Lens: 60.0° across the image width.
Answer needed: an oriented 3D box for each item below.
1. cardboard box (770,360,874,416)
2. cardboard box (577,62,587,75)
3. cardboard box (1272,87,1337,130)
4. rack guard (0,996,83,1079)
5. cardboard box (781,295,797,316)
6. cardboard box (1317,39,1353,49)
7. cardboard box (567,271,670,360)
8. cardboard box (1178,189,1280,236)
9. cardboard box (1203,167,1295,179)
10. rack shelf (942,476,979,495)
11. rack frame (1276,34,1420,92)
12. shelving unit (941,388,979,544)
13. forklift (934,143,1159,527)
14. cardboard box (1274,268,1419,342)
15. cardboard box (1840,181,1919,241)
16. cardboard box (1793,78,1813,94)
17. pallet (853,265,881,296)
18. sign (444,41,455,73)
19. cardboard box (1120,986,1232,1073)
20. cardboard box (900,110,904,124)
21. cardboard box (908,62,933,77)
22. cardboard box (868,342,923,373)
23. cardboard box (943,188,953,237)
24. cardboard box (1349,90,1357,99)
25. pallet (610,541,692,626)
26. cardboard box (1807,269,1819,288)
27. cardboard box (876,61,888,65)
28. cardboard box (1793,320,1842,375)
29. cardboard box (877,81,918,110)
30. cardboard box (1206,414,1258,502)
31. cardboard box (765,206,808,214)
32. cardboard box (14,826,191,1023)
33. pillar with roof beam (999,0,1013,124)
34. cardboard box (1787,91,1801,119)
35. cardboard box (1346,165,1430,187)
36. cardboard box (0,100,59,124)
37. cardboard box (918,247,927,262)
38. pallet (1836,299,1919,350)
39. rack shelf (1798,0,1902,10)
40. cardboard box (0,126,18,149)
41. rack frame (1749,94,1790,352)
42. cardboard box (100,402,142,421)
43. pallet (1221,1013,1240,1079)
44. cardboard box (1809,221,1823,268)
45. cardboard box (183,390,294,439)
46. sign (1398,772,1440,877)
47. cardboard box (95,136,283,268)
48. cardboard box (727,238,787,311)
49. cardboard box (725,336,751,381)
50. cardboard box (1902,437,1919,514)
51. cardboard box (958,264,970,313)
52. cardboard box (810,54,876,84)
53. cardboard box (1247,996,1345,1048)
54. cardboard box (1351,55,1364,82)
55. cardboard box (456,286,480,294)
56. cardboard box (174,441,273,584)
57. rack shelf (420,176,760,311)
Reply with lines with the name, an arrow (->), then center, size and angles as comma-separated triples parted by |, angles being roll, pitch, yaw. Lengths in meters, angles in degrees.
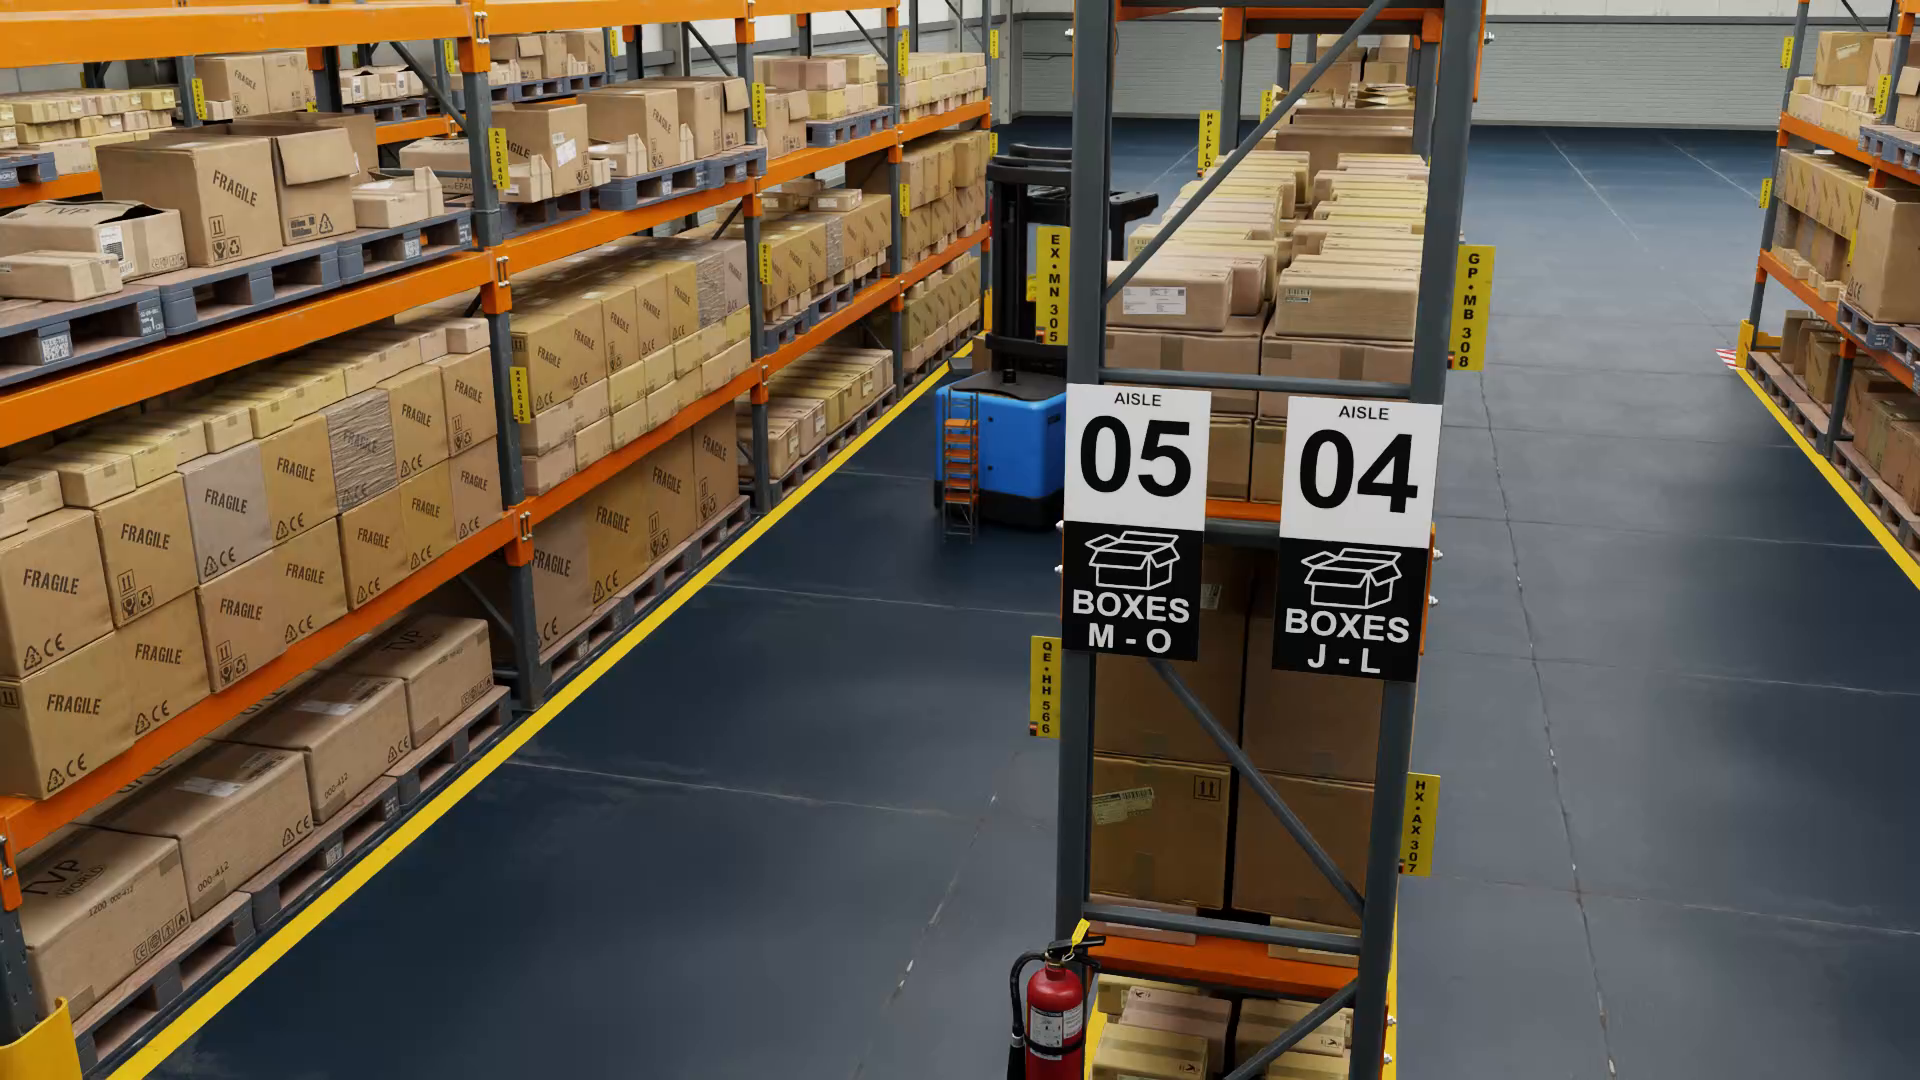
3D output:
cardboard box -> -1.398, -1.496, 16.342 | 0.950, 0.372, 0.625 | 6, 20, 17
cardboard box -> -4.844, -5.838, 20.583 | 0.380, 0.149, 0.250 | 4, 19, 12
cardboard box -> 2.232, -2.797, 10.756 | 0.396, 0.266, 0.258 | 5, 19, 13
rack guard -> -4.037, 2.021, 6.498 | 1.175, 0.500, 0.348 | 5, 19, 13
cardboard box -> -1.604, -2.012, 14.177 | 0.380, 0.149, 0.250 | 3, 19, 10
cardboard box -> 3.815, -5.031, 16.986 | 0.380, 0.149, 0.250 | 4, 19, 13
cardboard box -> -2.325, -1.540, 11.354 | 0.500, 0.500, 0.500 | 4, 19, 12
cardboard box -> 1.046, -1.275, 6.479 | 0.380, 0.149, 0.250 | 4, 19, 12
cardboard box -> 1.252, -1.522, 7.204 | 0.380, 0.149, 0.250 | 4, 19, 12
rack shelf -> 0.004, -0.417, 13.060 | 0.258, 0.103, 0.180 | 5, 19, 13
rack frame -> 2.748, -4.157, 11.435 | 1.000, 3.000, 0.127 | 5, 19, 13
shelving unit -> 0.004, -0.572, 13.007 | 0.258, 1.200, 0.189 | 5, 19, 13
forklift -> 0.988, -1.914, 14.256 | 1.130, 2.935, 3.031 | 11, 22, 30
cardboard box -> 1.093, -0.668, 4.703 | 0.380, 0.149, 0.250 | 4, 19, 13
cardboard box -> 8.353, -2.972, 15.087 | 0.500, 0.500, 0.500 | 5, 19, 13
cardboard box -> 9.039, -4.797, 17.567 | 0.380, 0.149, 0.250 | 5, 20, 15
pallet -> -1.427, -2.612, 16.491 | 1.003, 0.211, 1.213 | 5, 19, 13
sign -> -5.385, -5.095, 17.536 | 0.100, 0.325, 0.005 | 5, 19, 13
cardboard box -> 0.794, 1.798, 6.122 | 0.380, 0.149, 0.250 | 5, 19, 14
cardboard box -> -0.782, -4.311, 16.915 | 0.380, 0.149, 0.250 | 4, 19, 13
cardboard box -> -0.496, -5.009, 17.728 | 0.380, 0.149, 0.250 | 4, 19, 12
cardboard box -> -0.694, -1.992, 17.983 | 0.500, 0.250, 0.500 | 4, 19, 11
cardboard box -> -0.382, -3.710, 18.794 | 0.500, 0.500, 0.500 | 5, 19, 14
cardboard box -> 3.386, -3.469, 13.395 | 0.500, 0.311, 0.500 | 4, 19, 12
pallet -> -2.643, 0.265, 12.085 | 1.003, 0.211, 1.213 | 5, 19, 13
cardboard box -> 8.658, -2.589, 16.515 | 0.380, 0.149, 0.250 | 5, 19, 13
cardboard box -> -0.982, -5.137, 18.102 | 0.380, 0.149, 0.250 | 5, 19, 14
cardboard box -> 9.206, -2.033, 17.717 | 0.500, 0.500, 0.500 | 10, 21, 28
cardboard box -> -0.727, -4.536, 16.959 | 0.500, 0.250, 0.500 | 4, 19, 12
cardboard box -> 0.648, -0.322, 5.082 | 0.500, 0.250, 0.500 | 4, 19, 12
cardboard box -> -1.748, -2.882, 15.721 | 0.500, 0.500, 0.500 | 5, 19, 13
cardboard box -> -3.967, 1.629, 7.091 | 0.875, 0.438, 0.875 | 4, 19, 12
pillar with roof beam -> 5.524, -16.330, 47.076 | 9.100, 9.000, 0.400 | 5, 19, 13
cardboard box -> 9.119, -4.620, 17.664 | 0.500, 0.250, 0.500 | 5, 20, 15
cardboard box -> 1.886, -1.555, 7.299 | 0.380, 0.149, 0.250 | 5, 19, 13
cardboard box -> -7.005, -3.208, 12.453 | 0.380, 0.149, 0.250 | 5, 19, 14
cardboard box -> -0.571, -3.129, 18.096 | 0.380, 0.149, 0.250 | 5, 20, 15
pallet -> 8.182, -1.829, 14.199 | 1.003, 0.211, 1.213 | 5, 19, 13
rack shelf -> 8.999, -5.272, 15.818 | 1.077, 0.370, 4.000 | 5, 19, 13
cardboard box -> -7.059, -2.907, 12.001 | 0.380, 0.149, 0.250 | 5, 20, 15
rack frame -> 9.487, -3.402, 18.507 | 1.000, 3.000, 0.127 | 5, 19, 13
cardboard box -> -3.879, -0.530, 7.392 | 0.380, 0.149, 0.250 | 5, 20, 15
pallet -> 1.045, 2.234, 6.322 | 1.003, 0.211, 1.213 | 5, 19, 13
cardboard box -> 9.023, -2.944, 16.552 | 0.875, 0.500, 0.500 | 5, 19, 13
cardboard box -> -3.256, -0.569, 7.508 | 0.380, 0.149, 0.250 | 4, 19, 12
sign -> 1.319, 0.823, 4.799 | 0.100, 0.325, 0.005 | 5, 19, 13
cardboard box -> -3.393, -1.502, 7.346 | 0.500, 0.500, 0.500 | 5, 19, 14
cardboard box -> -1.742, -2.187, 13.684 | 0.500, 0.500, 0.500 | 4, 19, 12
cardboard box -> -1.949, -1.427, 12.957 | 0.500, 0.250, 0.500 | 4, 19, 11
cardboard box -> 7.932, -0.484, 13.152 | 0.700, 0.500, 0.500 | 6, 20, 18
cardboard box -> -0.189, -3.001, 19.778 | 0.500, 0.500, 0.500 | 5, 20, 15
cardboard box -> -1.118, -4.523, 15.957 | 0.500, 0.250, 0.500 | 5, 20, 15
cardboard box -> 1.266, 1.890, 6.313 | 0.380, 0.149, 0.250 | 5, 19, 14
cardboard box -> 3.844, -4.796, 16.916 | 0.500, 0.250, 0.500 | 4, 19, 13
cardboard box -> -5.491, -2.819, 18.858 | 0.500, 0.250, 0.500 | 4, 19, 13
cardboard box -> -3.400, -0.142, 7.262 | 0.500, 0.500, 0.500 | 5, 19, 13
rack shelf -> -2.565, -2.129, 11.253 | 1.077, 0.370, 4.000 | 5, 19, 13
